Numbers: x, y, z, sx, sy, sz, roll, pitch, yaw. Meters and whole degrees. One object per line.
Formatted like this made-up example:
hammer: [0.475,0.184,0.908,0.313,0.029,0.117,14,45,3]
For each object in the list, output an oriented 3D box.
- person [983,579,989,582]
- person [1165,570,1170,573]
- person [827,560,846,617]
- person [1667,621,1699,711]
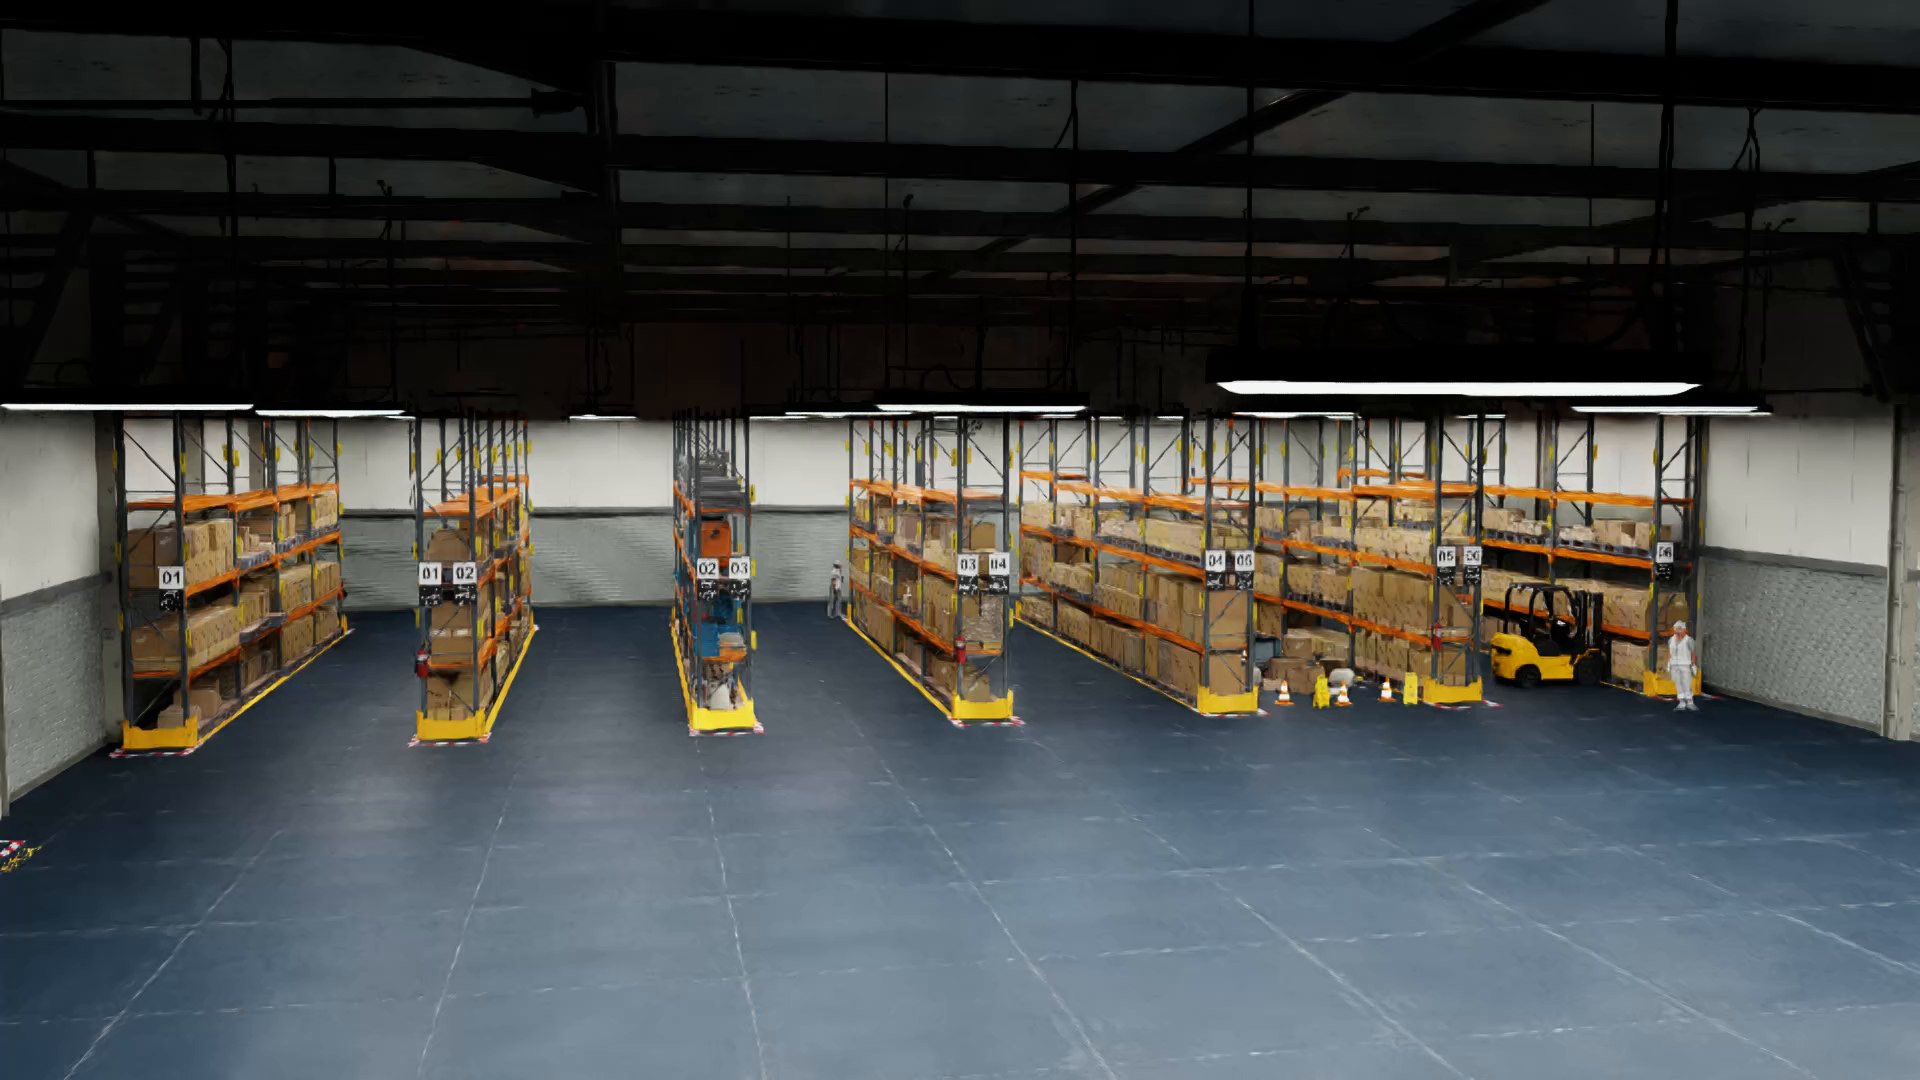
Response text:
person: [0.676,1.453,48.451,0.677,1.671,0.534,-1,4,-13]
person: [5.674,1.694,45.402,0.404,1.732,0.559,-3,5,-38]
person: [-3.631,1.434,48.642,0.495,1.675,0.493,1,4,18]
person: [14.262,2.488,32.834,0.385,1.782,0.603,-4,5,-41]
